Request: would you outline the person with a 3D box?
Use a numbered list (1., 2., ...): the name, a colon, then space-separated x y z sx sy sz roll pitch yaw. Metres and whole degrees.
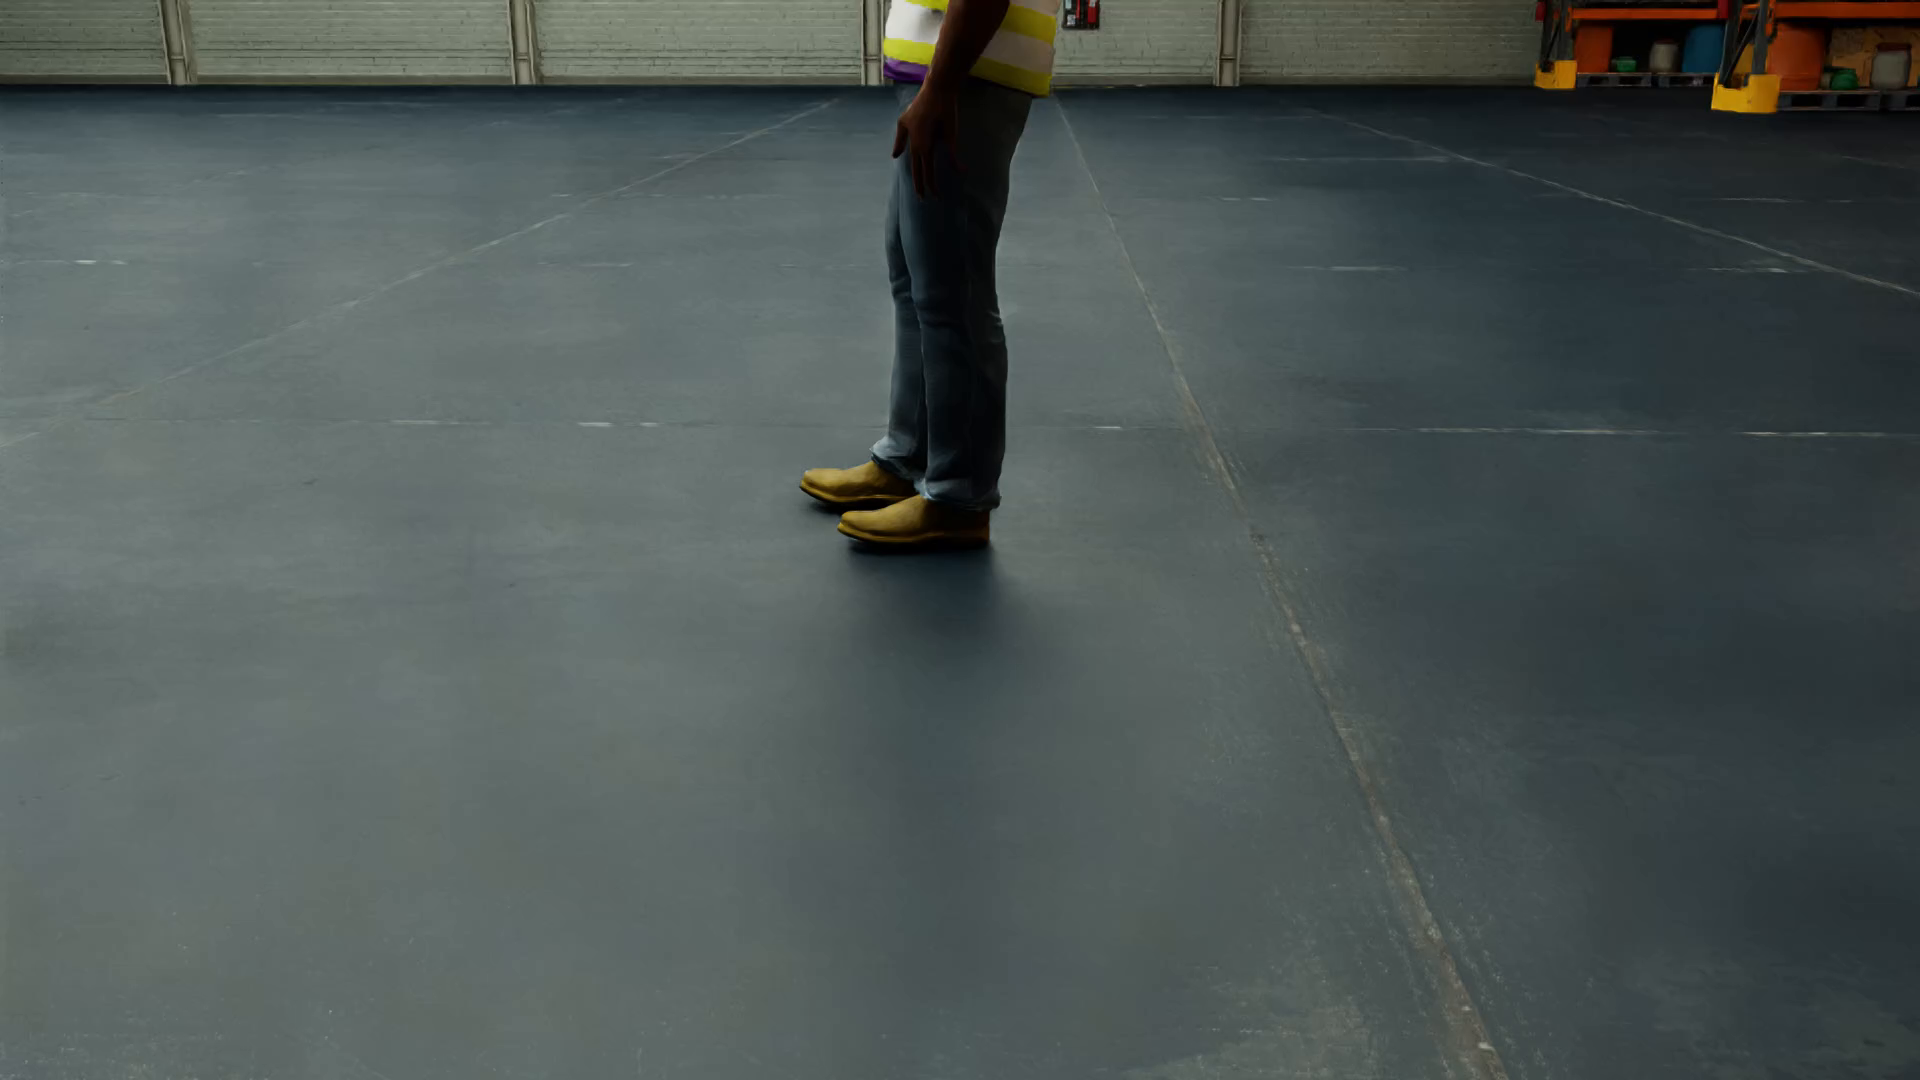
1. person: -0.069 -0.852 3.115 0.576 1.766 0.665 1 17 2
